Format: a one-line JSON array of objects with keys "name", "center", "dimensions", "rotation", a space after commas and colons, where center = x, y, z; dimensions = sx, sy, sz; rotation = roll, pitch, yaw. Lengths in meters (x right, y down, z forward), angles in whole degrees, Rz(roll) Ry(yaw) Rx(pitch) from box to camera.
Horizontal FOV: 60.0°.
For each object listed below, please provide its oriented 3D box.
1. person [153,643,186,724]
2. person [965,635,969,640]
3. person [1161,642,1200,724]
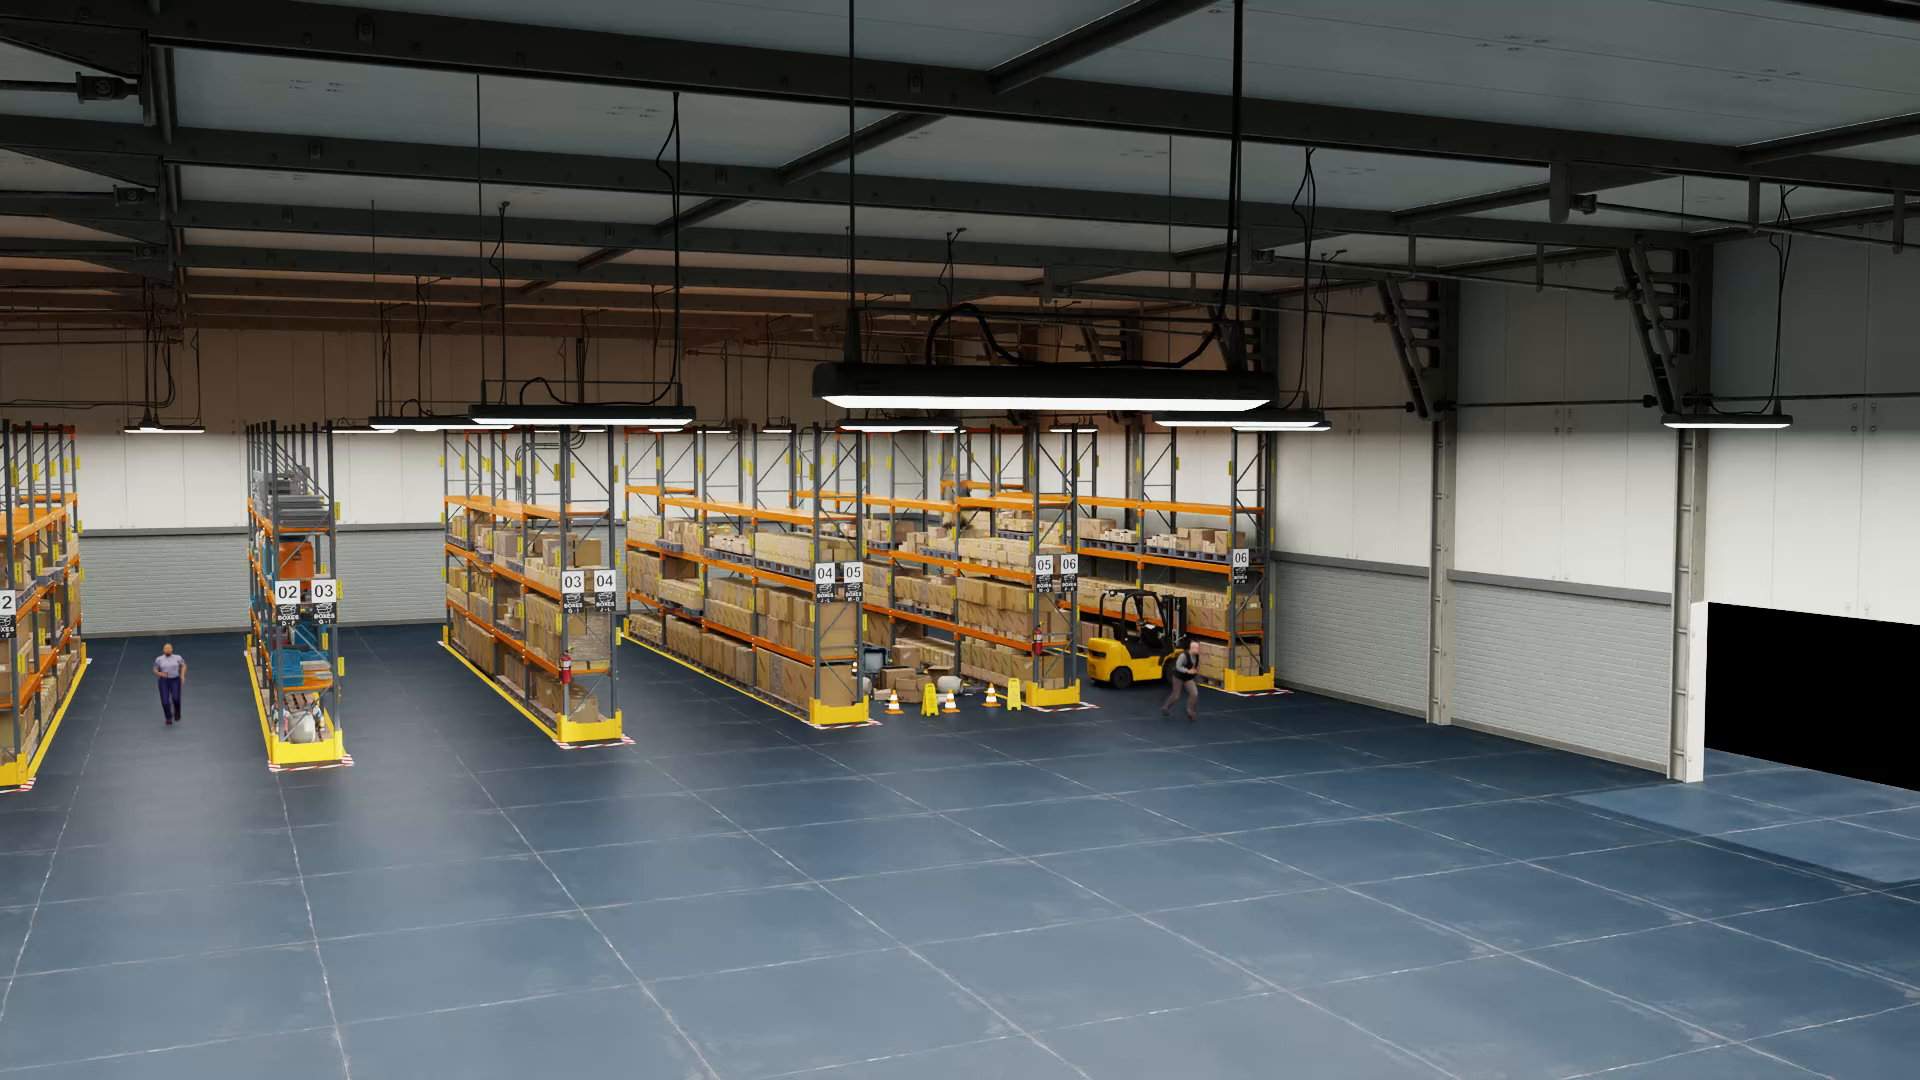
[{"name": "person", "center": [-15.674, 2.851, 32.996], "dimensions": [0.591, 1.609, 0.577], "rotation": [-2, 4, -25]}, {"name": "person", "center": [0.345, 2.244, 42.915], "dimensions": [0.479, 1.628, 0.774], "rotation": [-1, 4, -21]}, {"name": "person", "center": [4.447, 2.848, 33.385], "dimensions": [0.700, 1.680, 0.988], "rotation": [-3, 5, -40]}]
